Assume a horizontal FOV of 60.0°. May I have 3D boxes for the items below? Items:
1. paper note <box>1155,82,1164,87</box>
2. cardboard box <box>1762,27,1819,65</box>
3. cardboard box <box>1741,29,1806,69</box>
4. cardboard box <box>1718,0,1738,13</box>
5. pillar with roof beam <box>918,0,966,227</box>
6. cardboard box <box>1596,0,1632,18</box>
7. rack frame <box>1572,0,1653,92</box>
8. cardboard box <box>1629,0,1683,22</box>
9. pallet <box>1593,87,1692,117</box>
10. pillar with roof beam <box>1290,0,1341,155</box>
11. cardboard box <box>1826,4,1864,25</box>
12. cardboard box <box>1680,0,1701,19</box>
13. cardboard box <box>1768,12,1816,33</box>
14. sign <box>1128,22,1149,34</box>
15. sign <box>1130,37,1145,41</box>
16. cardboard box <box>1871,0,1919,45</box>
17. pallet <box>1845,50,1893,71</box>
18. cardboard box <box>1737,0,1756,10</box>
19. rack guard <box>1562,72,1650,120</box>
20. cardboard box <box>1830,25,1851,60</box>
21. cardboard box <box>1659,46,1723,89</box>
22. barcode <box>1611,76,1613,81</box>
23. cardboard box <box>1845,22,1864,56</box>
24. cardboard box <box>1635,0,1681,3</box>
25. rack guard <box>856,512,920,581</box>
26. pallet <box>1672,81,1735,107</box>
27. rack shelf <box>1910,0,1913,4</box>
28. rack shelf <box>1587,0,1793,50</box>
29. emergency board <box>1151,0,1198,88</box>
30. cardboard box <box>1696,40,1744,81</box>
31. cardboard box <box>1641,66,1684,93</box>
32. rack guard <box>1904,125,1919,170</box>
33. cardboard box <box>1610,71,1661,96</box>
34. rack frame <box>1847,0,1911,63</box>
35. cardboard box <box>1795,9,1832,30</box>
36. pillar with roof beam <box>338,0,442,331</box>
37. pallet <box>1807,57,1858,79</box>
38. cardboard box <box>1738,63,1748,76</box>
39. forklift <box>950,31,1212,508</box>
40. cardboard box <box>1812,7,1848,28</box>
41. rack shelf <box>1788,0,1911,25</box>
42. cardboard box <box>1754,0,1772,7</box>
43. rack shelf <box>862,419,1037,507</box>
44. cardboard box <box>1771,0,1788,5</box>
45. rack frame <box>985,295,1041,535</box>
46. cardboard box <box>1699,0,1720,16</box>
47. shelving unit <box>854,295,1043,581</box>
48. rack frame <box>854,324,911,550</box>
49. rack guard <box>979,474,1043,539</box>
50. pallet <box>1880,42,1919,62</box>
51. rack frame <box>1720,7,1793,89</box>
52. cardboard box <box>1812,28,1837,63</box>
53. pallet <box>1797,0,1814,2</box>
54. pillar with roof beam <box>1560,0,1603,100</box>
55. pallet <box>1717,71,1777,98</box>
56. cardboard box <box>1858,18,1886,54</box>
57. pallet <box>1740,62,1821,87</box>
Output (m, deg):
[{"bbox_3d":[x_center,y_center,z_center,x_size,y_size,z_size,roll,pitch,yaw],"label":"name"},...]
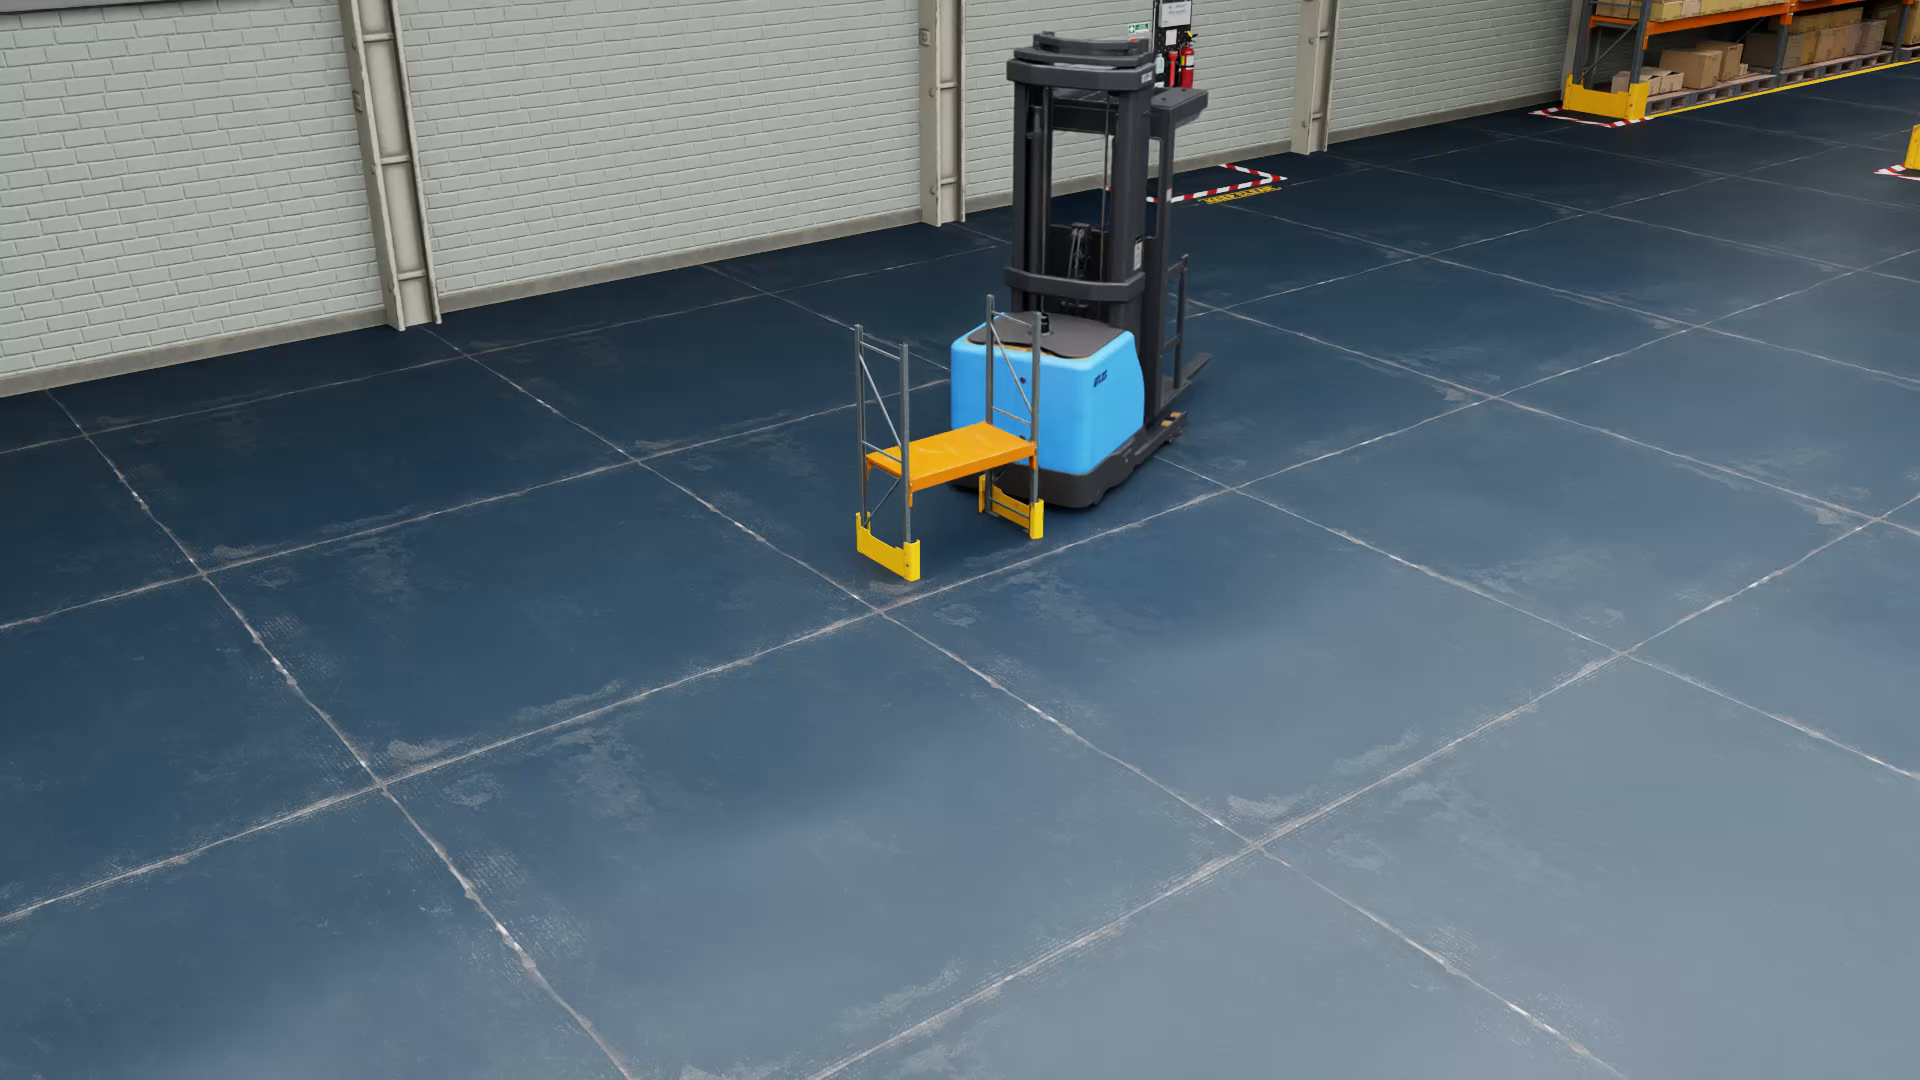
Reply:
[{"bbox_3d":[2.384,-5.381,19.827,0.142,0.148,0.016,-18,31,-34],"label":"paper note"},{"bbox_3d":[13.331,-7.975,26.817,0.500,0.500,0.700,-19,31,-35],"label":"cardboard box"},{"bbox_3d":[12.955,-7.824,26.492,0.500,0.500,0.700,-17,30,-32],"label":"cardboard box"},{"bbox_3d":[11.022,-7.886,24.333,0.500,0.250,0.500,-18,30,-34],"label":"cardboard box"},{"bbox_3d":[2.469,-6.169,13.353,0.400,9.000,9.100,-18,31,-34],"label":"pillar with roof beam"},{"bbox_3d":[9.487,-7.649,23.823,0.500,0.250,0.500,-18,30,-33],"label":"cardboard box"},{"bbox_3d":[9.239,-7.523,23.396,0.127,3.000,1.000,-18,31,-34],"label":"rack frame"},{"bbox_3d":[9.819,-7.485,23.470,0.500,0.250,0.500,-19,31,-35],"label":"cardboard box"},{"bbox_3d":[9.960,-6.477,24.455,1.213,0.211,1.003,-18,31,-34],"label":"pallet"},{"bbox_3d":[7.191,-7.728,16.711,0.400,9.000,9.100,-18,31,-34],"label":"pillar with roof beam"},{"bbox_3d":[14.512,-8.675,27.435,0.500,0.250,0.500,-18,30,-33],"label":"cardboard box"},{"bbox_3d":[10.218,-7.625,23.771,0.500,0.250,0.500,-19,31,-36],"label":"cardboard box"},{"bbox_3d":[13.300,-8.280,26.583,0.500,0.250,0.500,-19,31,-35],"label":"cardboard box"},{"bbox_3d":[2.076,-5.949,19.332,0.331,0.109,0.001,-18,31,-34],"label":"sign"},{"bbox_3d":[2.067,-5.710,19.448,0.234,0.329,0.001,-18,31,-34],"label":"sign"},{"bbox_3d":[16.194,-8.964,28.556,0.750,0.750,0.750,-19,31,-35],"label":"cardboard box"},{"bbox_3d":[14.918,-8.133,28.025,1.213,0.211,1.003,-18,31,-34],"label":"pallet"},{"bbox_3d":[11.417,-8.017,24.615,0.500,0.250,0.500,-18,31,-34],"label":"cardboard box"},{"bbox_3d":[9.298,-6.409,23.965,0.348,0.500,1.175,-18,31,-34],"label":"rack guard"},{"bbox_3d":[14.149,-8.229,27.364,0.500,0.500,0.700,-18,31,-34],"label":"cardboard box"},{"bbox_3d":[10.895,-7.060,24.847,0.500,0.500,0.700,-21,32,-37],"label":"cardboard box"},{"bbox_3d":[9.606,-6.794,24.486,0.075,0.075,0.001,-18,31,-34],"label":"barcode"},{"bbox_3d":[14.522,-8.367,27.662,0.500,0.500,0.700,-18,31,-34],"label":"cardboard box"},{"bbox_3d":[9.800,-7.828,23.318,0.500,0.500,0.500,-18,31,-34],"label":"cardboard box"},{"bbox_3d":[-0.452,0.036,10.376,0.087,0.250,0.587,-18,31,-34],"label":"rack guard"},{"bbox_3d":[10.919,-6.792,25.134,1.213,0.211,1.003,-18,31,-34],"label":"pallet"},{"bbox_3d":[17.108,-9.794,29.145,4.000,0.370,1.077,-18,31,-34],"label":"rack shelf"},{"bbox_3d":[10.812,-7.716,24.667,4.000,0.370,1.077,-18,31,-34],"label":"rack shelf"},{"bbox_3d":[2.566,-5.803,19.691,0.643,1.169,0.194,-18,31,-34],"label":"emergency board"},{"bbox_3d":[11.594,-7.345,25.459,0.500,0.500,0.500,-21,32,-38],"label":"cardboard box"},{"bbox_3d":[10.287,-6.801,24.512,0.500,0.311,0.500,-15,29,-30],"label":"cardboard box"},{"bbox_3d":[12.279,-4.743,20.375,0.348,0.500,1.175,-18,31,-34],"label":"rack guard"},{"bbox_3d":[9.839,-6.653,24.193,0.500,0.311,0.500,-23,33,-40],"label":"cardboard box"},{"bbox_3d":[15.534,-9.601,27.874,0.127,3.000,1.000,-18,31,-34],"label":"rack frame"},{"bbox_3d":[13.707,-8.416,26.877,0.500,0.250,0.500,-19,31,-35],"label":"cardboard box"},{"bbox_3d":[-2.252,-4.610,9.995,0.400,9.000,9.100,-18,31,-34],"label":"pillar with roof beam"},{"bbox_3d":[13.959,-7.818,27.345,1.213,0.211,1.003,-18,31,-34],"label":"pallet"},{"bbox_3d":[11.984,-7.327,25.818,0.380,0.166,0.250,22,33,39],"label":"cardboard box"},{"bbox_3d":[1.048,-2.127,11.851,1.130,2.935,3.031,12,28,25],"label":"forklift"},{"bbox_3d":[14.111,-8.540,27.144,0.500,0.250,0.500,-18,31,-34],"label":"cardboard box"},{"bbox_3d":[13.960,-8.755,26.906,4.000,0.370,1.077,-18,31,-34],"label":"rack shelf"},{"bbox_3d":[11.803,-8.153,24.908,0.500,0.250,0.500,-18,30,-34],"label":"cardboard box"},{"bbox_3d":[-0.067,-0.495,10.462,1.000,0.185,0.538,-18,31,-34],"label":"rack shelf"},{"bbox_3d":[12.201,-8.279,25.181,0.500,0.250,0.500,-18,30,-34],"label":"cardboard box"},{"bbox_3d":[0.333,-0.790,10.671,0.032,1.500,0.500,-18,31,-34],"label":"rack frame"},{"bbox_3d":[10.623,-7.755,24.052,0.500,0.250,0.500,-19,31,-35],"label":"cardboard box"},{"bbox_3d":[-0.060,-0.661,10.392,1.083,1.500,0.587,-18,31,-34],"label":"shelving unit"},{"bbox_3d":[-0.467,-0.526,10.102,0.032,1.500,0.500,-18,31,-34],"label":"rack frame"},{"bbox_3d":[0.332,-0.223,10.933,0.087,0.250,0.587,-18,31,-34],"label":"rack guard"},{"bbox_3d":[16.201,-8.516,28.848,1.213,0.211,1.003,-18,31,-34],"label":"pallet"},{"bbox_3d":[12.386,-8.562,25.635,0.127,3.000,1.000,-18,31,-34],"label":"rack frame"},{"bbox_3d":[13.757,-8.094,27.074,0.500,0.500,0.700,-18,30,-33],"label":"cardboard box"},{"bbox_3d":[13.077,-8.625,25.999,1.213,0.211,1.003,-18,31,-34],"label":"pallet"},{"bbox_3d":[11.912,-9.286,20.070,0.400,9.000,9.100,-18,31,-34],"label":"pillar with roof beam"},{"bbox_3d":[11.880,-7.111,25.821,1.213,0.211,1.003,-18,31,-34],"label":"pallet"},{"bbox_3d":[15.000,-8.462,27.867,0.500,0.500,0.700,-18,30,-33],"label":"cardboard box"},{"bbox_3d":[12.998,-7.500,26.659,1.213,0.211,1.003,-18,31,-34],"label":"pallet"}]
